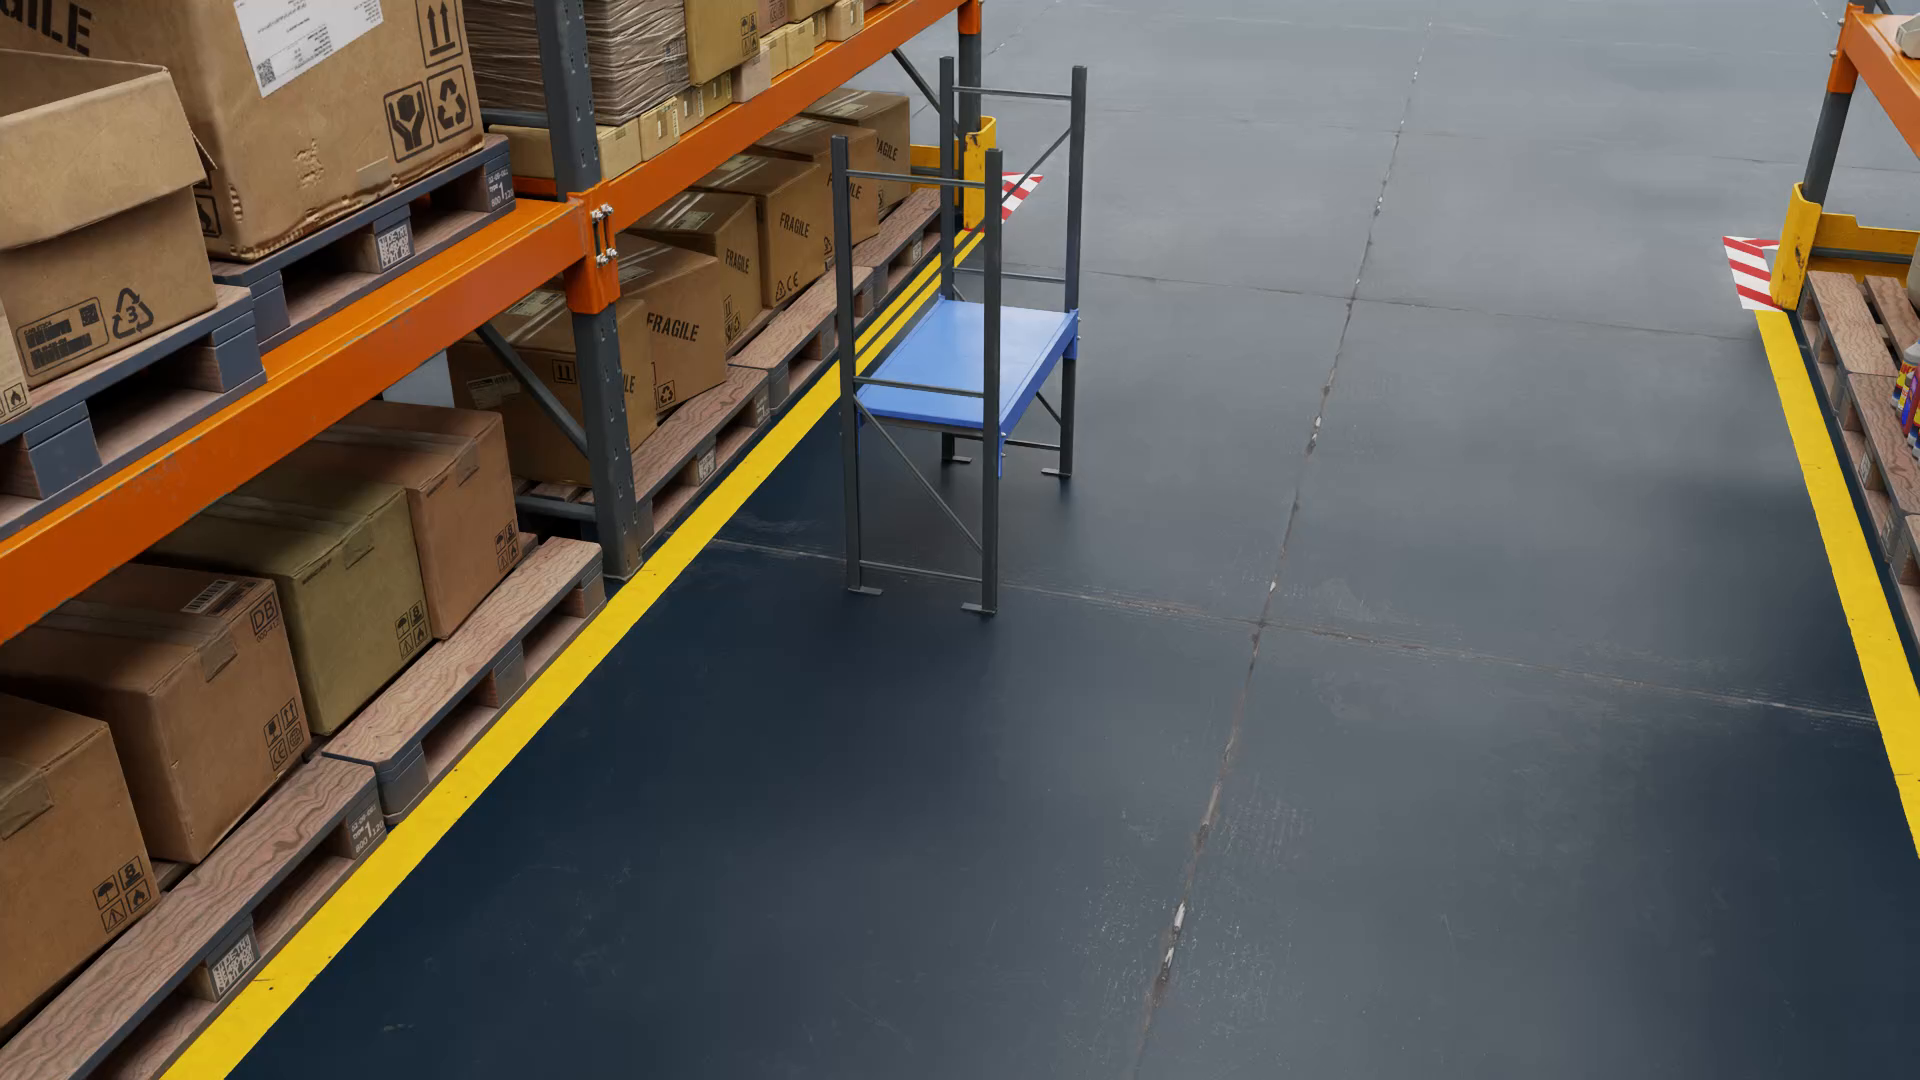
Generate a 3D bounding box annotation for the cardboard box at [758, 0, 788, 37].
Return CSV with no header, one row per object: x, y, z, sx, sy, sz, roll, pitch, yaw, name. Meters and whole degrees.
-1.137,-2.113,6.055,0.875,0.500,0.500,8,30,15,cardboard box

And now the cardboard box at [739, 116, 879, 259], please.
-0.727,-1.645,7.761,0.500,0.500,0.500,17,33,28,cardboard box

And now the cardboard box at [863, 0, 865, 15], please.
-0.623,-2.269,7.002,0.380,0.149,0.250,8,30,15,cardboard box

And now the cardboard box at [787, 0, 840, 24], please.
-0.951,-2.340,6.462,0.875,0.500,0.500,8,30,15,cardboard box

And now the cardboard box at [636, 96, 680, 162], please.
-1.123,-1.327,5.308,0.380,0.149,0.250,8,30,15,cardboard box

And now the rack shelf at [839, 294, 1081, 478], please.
0.025,-0.538,5.544,0.538,0.185,1.000,8,30,15,rack shelf

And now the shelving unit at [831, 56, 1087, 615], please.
0.025,-0.695,5.457,0.538,1.500,1.048,8,30,15,shelving unit

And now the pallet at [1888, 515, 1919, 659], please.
3.412,0.354,4.897,1.003,0.211,1.213,8,30,15,pallet

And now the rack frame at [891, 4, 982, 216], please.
-0.385,-3.124,8.281,1.000,3.000,0.127,8,30,15,rack frame

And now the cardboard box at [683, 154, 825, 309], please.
-0.929,-1.357,7.243,0.500,0.500,0.500,11,31,20,cardboard box

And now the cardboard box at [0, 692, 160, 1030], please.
-2.246,0.655,3.605,0.700,0.500,0.500,11,31,19,cardboard box

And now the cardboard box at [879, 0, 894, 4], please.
-0.458,-2.499,7.415,0.380,0.149,0.250,8,30,15,cardboard box

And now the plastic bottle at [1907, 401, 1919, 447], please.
3.419,-0.460,5.845,0.097,0.271,0.097,0,29,0,plastic bottle

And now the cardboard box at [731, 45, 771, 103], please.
-0.899,-1.675,5.934,0.380,0.149,0.250,8,30,15,cardboard box

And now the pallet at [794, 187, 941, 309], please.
-0.680,-1.498,8.225,1.003,0.211,1.213,8,30,15,pallet

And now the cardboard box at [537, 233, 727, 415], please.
-1.243,-0.804,6.249,0.500,0.500,0.500,19,34,30,cardboard box

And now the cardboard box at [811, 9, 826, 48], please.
-0.751,-2.034,6.580,0.380,0.149,0.250,8,30,15,cardboard box

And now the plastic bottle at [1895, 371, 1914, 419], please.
3.489,-0.541,6.062,0.097,0.201,0.097,0,29,0,plastic bottle

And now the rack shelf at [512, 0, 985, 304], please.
-0.972,-1.880,6.785,1.077,0.370,4.000,8,30,15,rack shelf

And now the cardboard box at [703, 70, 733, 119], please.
-1.012,-1.565,5.735,0.380,0.149,0.250,8,30,15,cardboard box

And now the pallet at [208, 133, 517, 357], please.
-1.923,-0.847,4.384,1.003,0.211,1.213,8,30,15,pallet

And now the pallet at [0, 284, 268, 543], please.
-2.192,-0.248,3.308,1.003,0.211,1.213,8,30,15,pallet

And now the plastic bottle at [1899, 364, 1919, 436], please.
3.436,-0.522,5.944,0.061,0.283,0.133,9,30,16,plastic bottle

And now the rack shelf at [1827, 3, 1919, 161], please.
3.762,-1.174,5.514,1.077,0.370,4.000,8,30,15,rack shelf

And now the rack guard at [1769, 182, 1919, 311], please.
4.372,-1.283,7.542,1.175,0.500,0.348,8,30,15,rack guard

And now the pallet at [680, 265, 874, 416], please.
-1.040,-0.933,7.210,1.003,0.211,1.213,8,30,15,pallet

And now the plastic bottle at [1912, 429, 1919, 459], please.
3.389,-0.414,5.762,0.097,0.271,0.097,0,29,0,plastic bottle

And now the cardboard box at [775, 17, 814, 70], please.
-0.781,-1.912,6.359,0.380,0.149,0.250,8,30,15,cardboard box

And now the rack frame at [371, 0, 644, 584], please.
-1.559,-1.265,4.939,1.000,3.000,0.127,8,30,15,rack frame

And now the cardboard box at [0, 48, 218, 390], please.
-1.980,-0.675,3.340,0.797,0.503,0.637,12,31,20,cardboard box

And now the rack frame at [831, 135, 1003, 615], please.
-0.124,-0.459,5.032,0.500,1.500,0.032,8,30,15,rack frame

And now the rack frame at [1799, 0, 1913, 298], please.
4.350,-2.417,7.010,1.000,3.000,0.127,8,30,15,rack frame

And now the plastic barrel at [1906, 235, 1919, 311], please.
4.229,-1.197,6.943,0.421,0.512,0.421,0,29,0,plastic barrel

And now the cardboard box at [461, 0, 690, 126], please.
-1.368,-1.639,5.202,0.875,0.500,0.500,8,30,15,cardboard box

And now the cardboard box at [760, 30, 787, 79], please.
-0.865,-1.797,6.153,0.380,0.149,0.250,8,30,15,cardboard box

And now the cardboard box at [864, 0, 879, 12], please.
-0.571,-2.389,7.217,0.380,0.149,0.250,8,30,15,cardboard box

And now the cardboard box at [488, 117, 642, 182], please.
-1.209,-1.213,5.103,0.380,0.149,0.250,8,30,15,cardboard box

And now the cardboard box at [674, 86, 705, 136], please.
-1.076,-1.447,5.524,0.380,0.149,0.250,8,30,15,cardboard box

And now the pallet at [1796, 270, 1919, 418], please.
4.129,-0.780,6.935,1.003,0.211,1.213,8,30,15,pallet

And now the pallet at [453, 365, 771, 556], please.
-1.396,-0.364,6.187,1.003,0.211,1.213,8,30,15,pallet

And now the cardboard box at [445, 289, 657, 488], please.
-1.404,-0.537,5.768,0.500,0.500,0.500,8,30,13,cardboard box

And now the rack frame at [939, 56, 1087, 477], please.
0.174,-0.931,5.881,0.500,1.500,0.032,8,30,15,rack frame

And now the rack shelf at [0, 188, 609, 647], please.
-2.146,-0.022,3.443,1.077,0.370,4.000,8,30,15,rack shelf

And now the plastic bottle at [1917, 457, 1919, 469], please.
3.360,-0.337,5.696,0.097,0.201,0.097,0,29,0,plastic bottle

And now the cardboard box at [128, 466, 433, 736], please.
-1.918,0.136,4.539,0.700,0.500,0.500,8,30,15,cardboard box

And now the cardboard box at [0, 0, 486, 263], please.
-1.926,-1.362,4.063,1.000,1.000,1.000,9,30,15,cardboard box

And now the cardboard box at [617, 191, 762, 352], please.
-1.136,-1.104,6.788,0.500,0.500,0.500,6,30,10,cardboard box

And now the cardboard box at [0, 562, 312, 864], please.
-2.082,0.396,4.071,0.700,0.500,0.500,6,30,11,cardboard box

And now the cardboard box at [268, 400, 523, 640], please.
-1.760,-0.083,4.932,0.700,0.500,0.500,6,30,11,cardboard box

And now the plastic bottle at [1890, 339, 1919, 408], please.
3.519,-0.619,6.132,0.097,0.271,0.097,0,29,0,plastic bottle

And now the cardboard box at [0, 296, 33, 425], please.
-2.022,-0.270,2.873,0.500,0.250,0.500,8,30,13,cardboard box

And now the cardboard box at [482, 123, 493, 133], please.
-1.695,-1.412,5.462,0.380,0.149,0.250,8,30,15,cardboard box

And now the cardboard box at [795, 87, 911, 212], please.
-0.585,-1.928,8.269,0.500,0.500,0.500,14,32,24,cardboard box

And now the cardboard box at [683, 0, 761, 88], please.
-1.188,-1.867,5.611,0.875,0.500,0.500,8,30,15,cardboard box

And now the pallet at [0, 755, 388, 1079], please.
-2.143,0.884,3.944,1.003,0.211,1.213,8,30,15,pallet

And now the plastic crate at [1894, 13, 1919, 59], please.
3.779,-1.932,6.409,0.298,0.136,0.250,8,30,15,plastic crate

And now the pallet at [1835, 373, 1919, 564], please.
3.769,-0.215,5.919,1.003,0.211,1.213,8,30,15,pallet

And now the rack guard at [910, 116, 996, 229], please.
-0.408,-1.997,8.825,1.175,0.500,0.348,8,30,15,rack guard

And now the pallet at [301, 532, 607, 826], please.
-1.786,0.315,4.966,1.003,0.211,1.213,8,30,15,pallet

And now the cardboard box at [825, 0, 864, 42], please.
-0.611,-2.140,6.771,0.380,0.149,0.250,8,30,15,cardboard box
